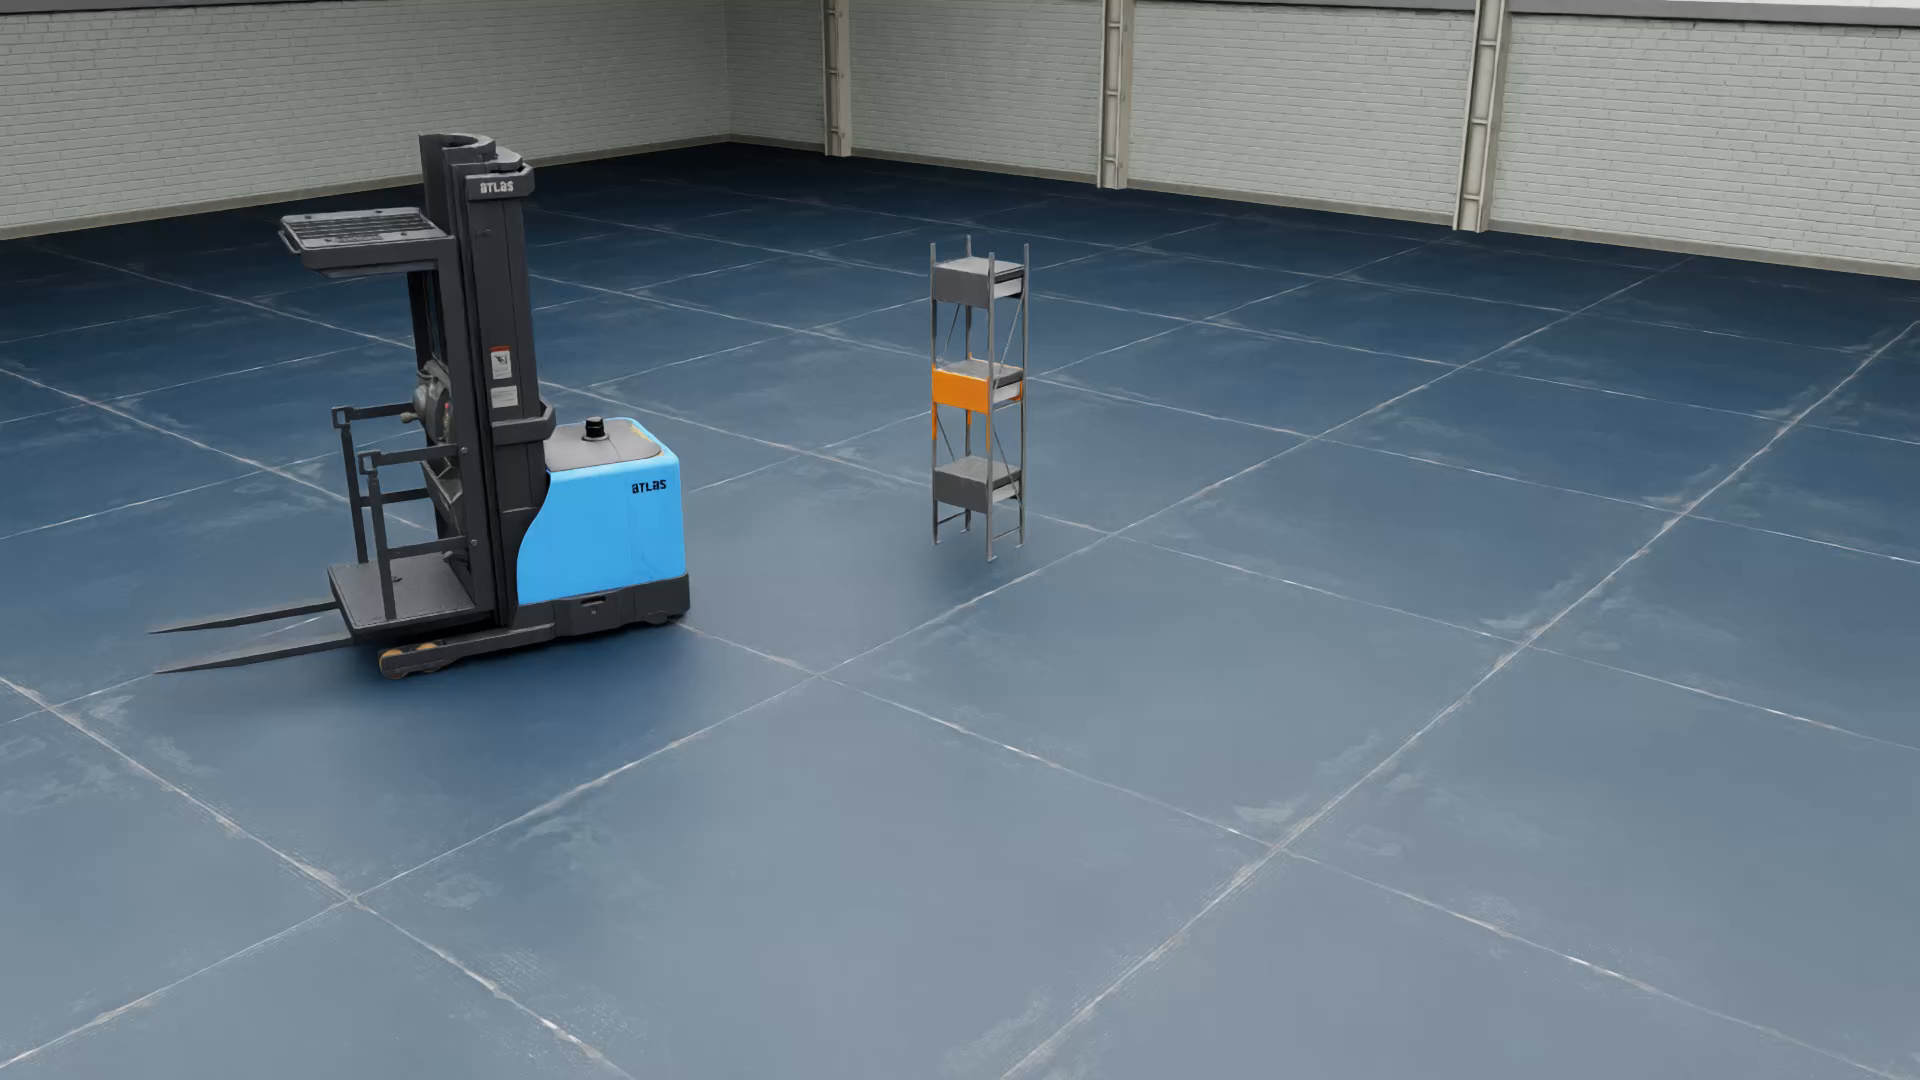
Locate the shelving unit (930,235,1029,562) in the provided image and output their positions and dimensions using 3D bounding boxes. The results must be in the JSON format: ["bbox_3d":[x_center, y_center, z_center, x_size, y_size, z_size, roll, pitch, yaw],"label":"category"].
[{"bbox_3d":[0.128,-0.946,11.200,0.503,2.100,0.431,16,26,36],"label":"shelving unit"}]

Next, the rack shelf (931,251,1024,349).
[{"bbox_3d":[0.128,-1.588,10.958,0.480,0.518,0.431,16,26,36],"label":"rack shelf"}]

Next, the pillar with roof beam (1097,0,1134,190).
[{"bbox_3d":[-0.280,-8.684,21.944,0.400,9.000,9.100,16,26,36],"label":"pillar with roof beam"}]

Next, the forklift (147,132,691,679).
[{"bbox_3d":[-3.227,-0.785,9.595,3.031,2.935,1.130,-10,23,-25],"label":"forklift"}]

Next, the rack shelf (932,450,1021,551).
[{"bbox_3d":[0.128,-0.278,11.452,0.480,0.518,0.431,16,26,36],"label":"rack shelf"}]

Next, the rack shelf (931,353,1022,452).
[{"bbox_3d":[0.128,-0.933,11.205,0.480,0.518,0.431,16,26,36],"label":"rack shelf"}]

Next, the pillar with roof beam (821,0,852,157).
[{"bbox_3d":[-4.928,-10.023,25.494,0.400,9.000,9.100,16,26,36],"label":"pillar with roof beam"}]

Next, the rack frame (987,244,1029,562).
[{"bbox_3d":[0.317,-0.891,11.055,0.015,2.100,0.400,16,26,36],"label":"rack frame"}]

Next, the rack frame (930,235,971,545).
[{"bbox_3d":[-0.061,-1.000,11.344,0.015,2.100,0.400,16,26,36],"label":"rack frame"}]

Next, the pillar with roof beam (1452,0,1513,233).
[{"bbox_3d":[4.369,-7.346,18.394,0.400,9.000,9.100,16,26,36],"label":"pillar with roof beam"}]
